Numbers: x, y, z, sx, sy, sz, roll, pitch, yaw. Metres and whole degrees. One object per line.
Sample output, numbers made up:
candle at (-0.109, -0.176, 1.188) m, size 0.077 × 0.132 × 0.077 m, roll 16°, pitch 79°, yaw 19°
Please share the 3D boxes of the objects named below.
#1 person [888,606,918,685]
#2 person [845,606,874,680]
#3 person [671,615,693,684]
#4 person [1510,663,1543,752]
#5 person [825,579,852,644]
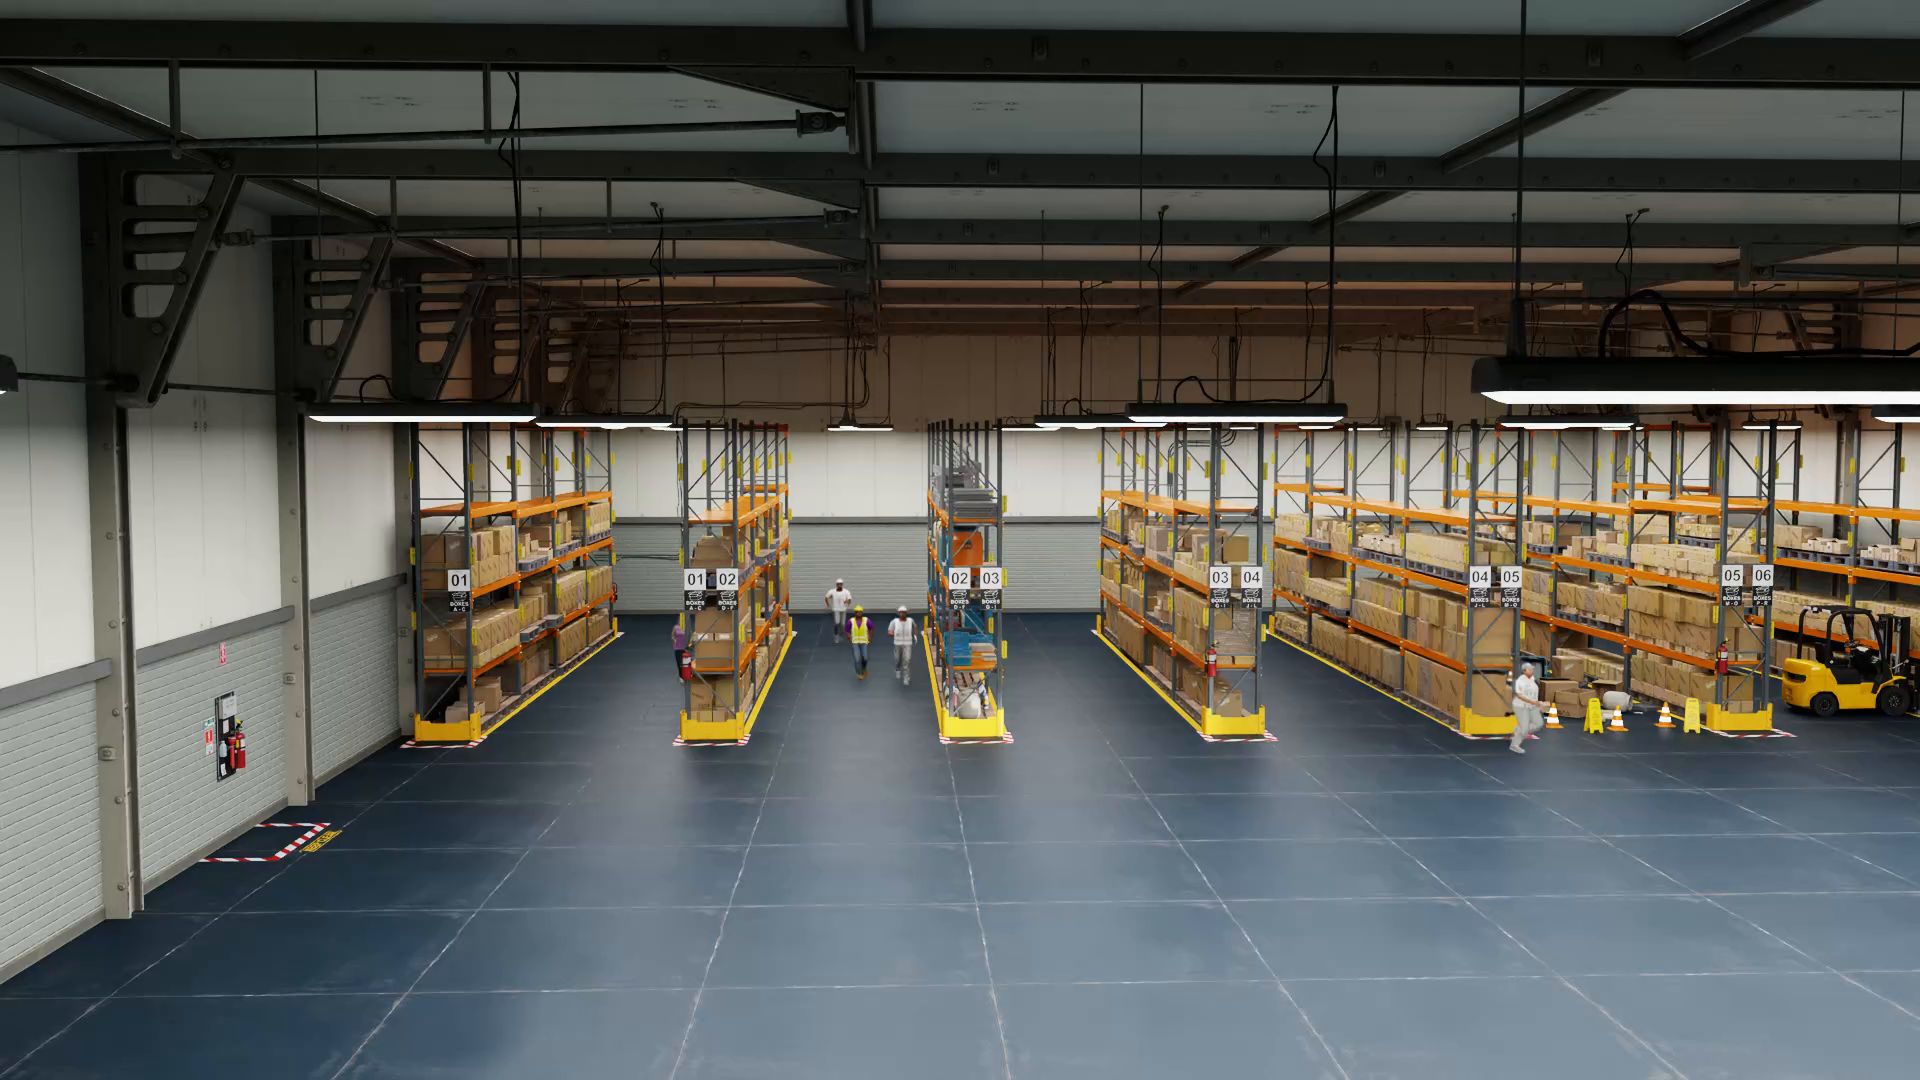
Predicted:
person at (-1.300, 2.388, 37.885) m, size 0.690 × 1.759 × 1.004 m, roll 0°, pitch 4°, yaw -3°
person at (-2.322, 2.391, 38.484) m, size 0.674 × 1.721 × 0.537 m, roll 0°, pitch 4°, yaw -4°
person at (-6.343, 2.509, 37.933) m, size 0.500 × 1.553 × 0.650 m, roll 0°, pitch 4°, yaw -3°
person at (10.201, 3.007, 29.854) m, size 0.626 × 1.624 × 0.609 m, roll -3°, pitch 5°, yaw -38°
person at (-3.287, 1.949, 45.292) m, size 0.676 × 1.787 × 0.722 m, roll -1°, pitch 4°, yaw -15°
